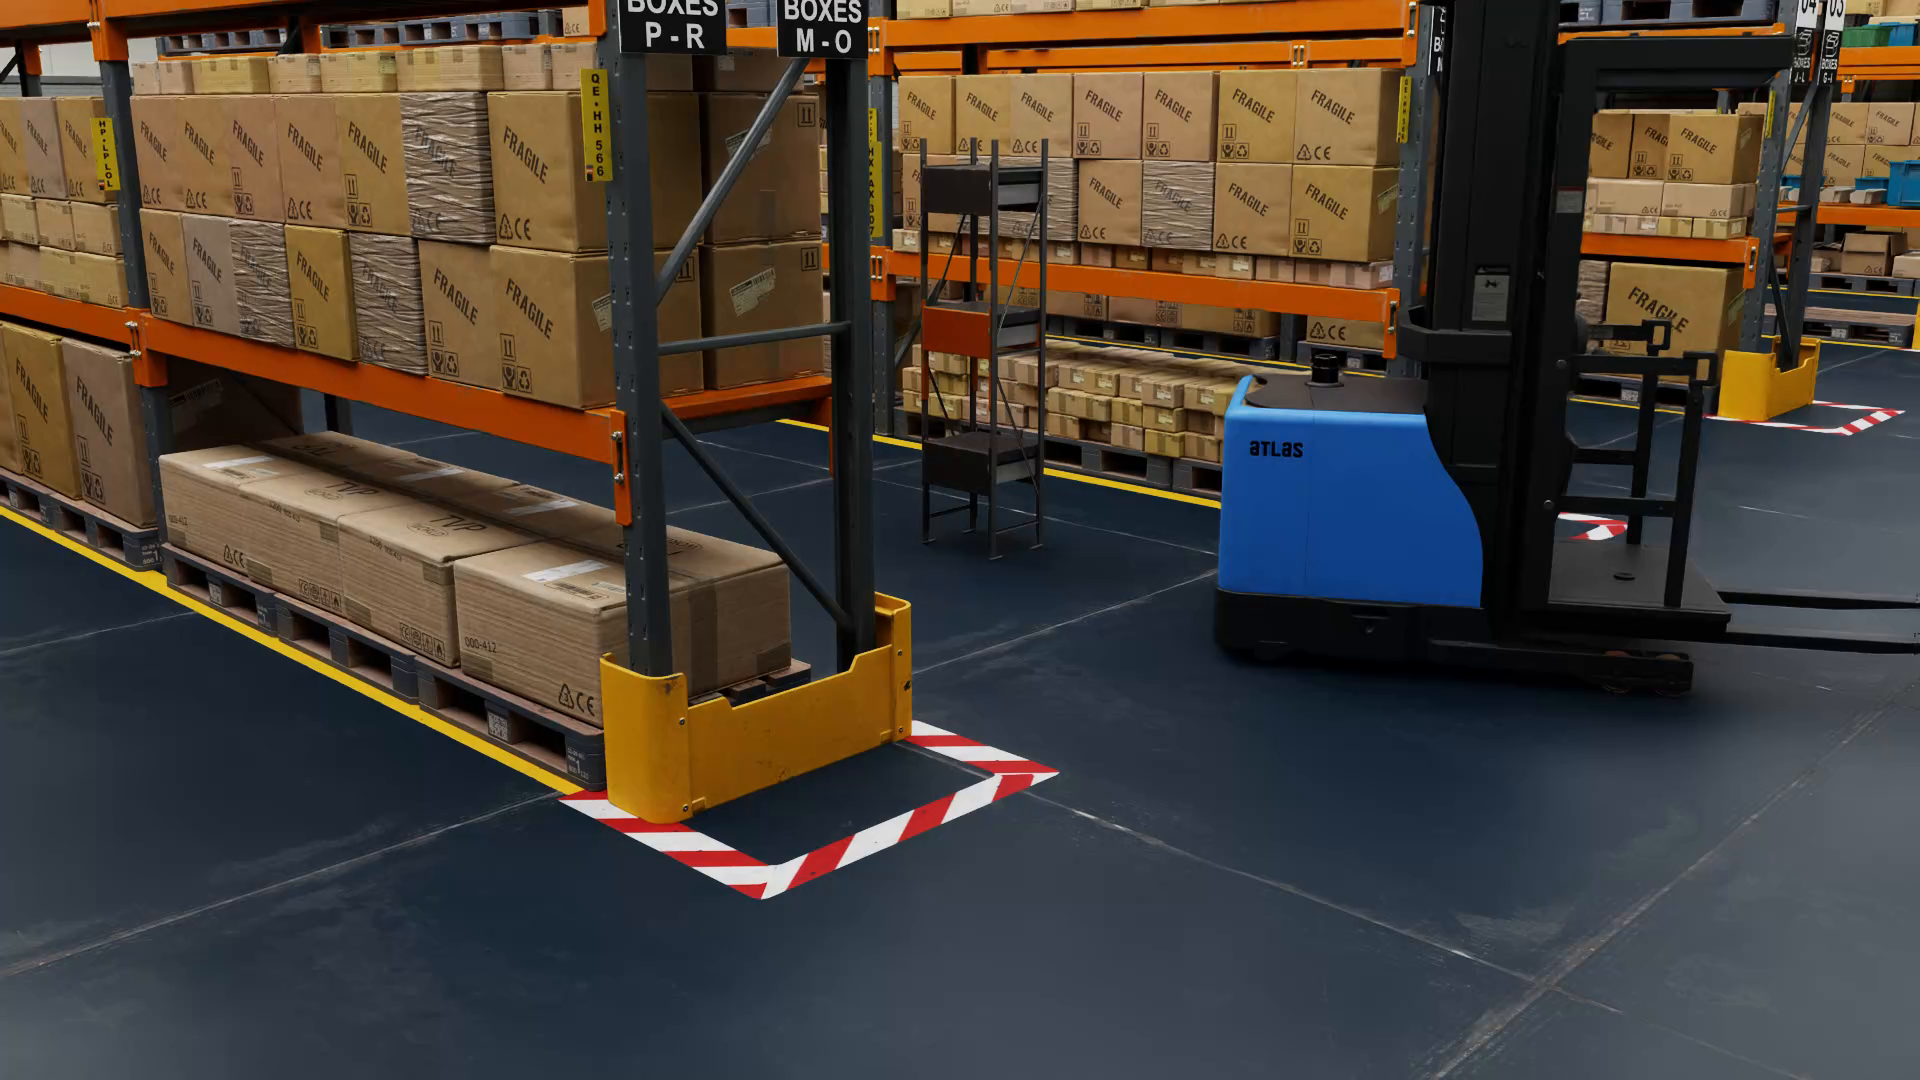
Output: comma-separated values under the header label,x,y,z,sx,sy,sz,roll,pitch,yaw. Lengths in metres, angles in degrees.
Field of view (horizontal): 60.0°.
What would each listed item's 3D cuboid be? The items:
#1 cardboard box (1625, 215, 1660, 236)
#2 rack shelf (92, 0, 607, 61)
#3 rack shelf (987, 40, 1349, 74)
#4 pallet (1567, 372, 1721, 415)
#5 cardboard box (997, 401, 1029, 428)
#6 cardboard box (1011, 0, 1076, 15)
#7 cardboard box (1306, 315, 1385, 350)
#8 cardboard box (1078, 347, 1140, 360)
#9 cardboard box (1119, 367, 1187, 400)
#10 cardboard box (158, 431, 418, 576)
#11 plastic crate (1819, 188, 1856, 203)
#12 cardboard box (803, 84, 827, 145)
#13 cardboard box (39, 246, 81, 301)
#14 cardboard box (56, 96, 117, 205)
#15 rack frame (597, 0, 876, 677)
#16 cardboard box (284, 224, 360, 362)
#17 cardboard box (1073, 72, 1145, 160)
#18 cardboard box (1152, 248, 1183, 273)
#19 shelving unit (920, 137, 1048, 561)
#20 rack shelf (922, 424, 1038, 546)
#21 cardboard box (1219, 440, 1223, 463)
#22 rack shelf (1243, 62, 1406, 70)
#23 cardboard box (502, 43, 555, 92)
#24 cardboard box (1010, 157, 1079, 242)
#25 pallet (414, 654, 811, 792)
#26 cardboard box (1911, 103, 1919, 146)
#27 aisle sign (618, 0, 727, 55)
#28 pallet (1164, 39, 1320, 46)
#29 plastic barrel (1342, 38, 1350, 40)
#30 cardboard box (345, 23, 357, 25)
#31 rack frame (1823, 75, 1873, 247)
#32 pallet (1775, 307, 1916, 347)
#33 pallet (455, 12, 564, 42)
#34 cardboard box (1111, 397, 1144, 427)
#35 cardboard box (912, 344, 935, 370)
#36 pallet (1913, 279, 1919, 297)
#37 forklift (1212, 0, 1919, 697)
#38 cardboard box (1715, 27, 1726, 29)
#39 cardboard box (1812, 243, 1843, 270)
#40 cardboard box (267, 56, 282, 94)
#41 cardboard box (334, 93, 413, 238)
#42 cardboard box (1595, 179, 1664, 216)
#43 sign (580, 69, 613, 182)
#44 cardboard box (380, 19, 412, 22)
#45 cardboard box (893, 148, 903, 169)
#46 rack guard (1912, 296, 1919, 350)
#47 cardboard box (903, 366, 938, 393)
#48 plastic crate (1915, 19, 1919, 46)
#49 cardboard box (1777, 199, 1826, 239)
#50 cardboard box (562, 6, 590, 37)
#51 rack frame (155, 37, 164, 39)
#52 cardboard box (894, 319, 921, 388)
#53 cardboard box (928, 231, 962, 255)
label,x,y,z,sx,sy,sz,roll,pitch,yaw
cardboard box,5.326,-2.431,12.811,0.250,0.149,0.380,14,20,42
rack shelf,-2.138,-2.115,6.578,4.000,0.370,1.077,14,20,42
rack shelf,1.861,-4.614,16.168,4.000,0.370,1.077,14,20,42
pallet,5.550,-1.237,13.260,1.213,0.211,1.003,14,20,42
cardboard box,0.448,-0.863,11.118,0.250,0.149,0.380,13,20,41
cardboard box,0.664,-3.347,10.177,0.500,0.250,0.500,-13,20,-42
cardboard box,3.720,-2.205,14.828,0.875,0.875,0.875,14,20,42
cardboard box,1.009,-1.204,11.246,0.250,0.149,0.380,12,19,40
cardboard box,1.205,-0.973,10.357,0.250,0.149,0.380,13,19,40
cardboard box,-3.200,-0.196,7.983,0.875,0.438,0.875,13,20,41
plastic crate,8.707,-3.424,16.528,0.243,0.136,0.396,14,20,42
cardboard box,-1.984,-4.890,19.726,1.000,1.000,1.000,14,20,43
cardboard box,-4.442,-1.411,8.696,0.500,0.250,0.500,13,20,41
cardboard box,-4.074,-1.926,8.195,0.500,0.500,0.500,-14,20,-42
rack frame,-0.698,-0.662,5.522,0.127,3.000,1.000,14,20,42
cardboard box,-2.338,-1.013,6.673,0.500,0.500,0.500,-14,20,-43
cardboard box,1.034,-2.559,10.033,0.500,0.500,0.500,13,19,40
cardboard box,1.368,-1.703,10.019,0.250,0.149,0.380,13,19,40
shelving unit,0.119,-0.987,8.556,0.503,2.100,0.431,14,20,42
rack shelf,0.119,-0.297,8.736,0.480,0.518,0.431,14,20,42
cardboard box,1.755,-0.544,9.893,0.250,0.149,0.380,14,20,42
rack shelf,5.299,-5.513,19.619,4.000,0.370,1.077,14,20,42
cardboard box,-1.295,-1.574,5.557,0.380,0.149,0.250,-14,20,-43
cardboard box,0.666,-2.158,10.476,0.500,0.500,0.500,13,20,41
pallet,-1.328,0.562,6.356,1.213,0.211,1.003,14,20,42
cardboard box,11.807,-4.996,19.976,0.500,0.500,0.500,-14,20,-43
aisle sign,-0.862,-1.851,4.930,0.004,0.787,0.394,14,20,42
pallet,2.606,-4.671,15.340,1.217,0.209,0.805,13,19,40
plastic barrel,4.733,-6.186,20.218,0.301,0.262,0.301,0,15,0
cardboard box,-6.188,-5.430,17.340,0.250,0.149,0.380,14,20,42
rack frame,13.615,-5.858,25.464,0.127,3.000,1.000,14,20,42
pallet,9.051,-2.161,16.809,1.213,0.211,1.003,14,20,42
pallet,-3.595,-4.441,14.453,1.213,0.211,1.003,-13,20,-42
cardboard box,1.158,-0.813,10.335,0.380,0.149,0.250,-13,20,-41
cardboard box,-0.111,-1.291,11.581,0.380,0.149,0.250,-14,20,-42
pallet,12.430,-3.061,20.262,1.213,0.211,1.003,14,20,42
forklift,2.640,-0.947,6.752,3.031,2.935,1.130,3,15,13
cardboard box,9.868,-6.811,21.944,0.600,0.600,0.600,11,18,37
cardboard box,11.326,-3.690,21.605,0.500,0.311,0.500,14,20,42
cardboard box,-2.576,-1.891,6.773,0.250,0.149,0.380,14,20,42
cardboard box,-1.961,-1.408,6.206,0.500,0.500,0.500,14,20,42
cardboard box,5.282,-2.657,12.889,0.500,0.250,0.500,13,20,41
sign,-1.085,-1.240,4.978,0.005,0.325,0.100,14,20,42
cardboard box,-5.354,-5.214,16.311,0.500,0.250,0.500,14,20,43
cardboard box,-0.384,-2.847,12.397,0.380,0.149,0.250,-14,20,-43
rack guard,9.644,-2.148,16.184,0.348,0.500,1.175,14,20,42
cardboard box,-0.176,-1.124,11.528,0.380,0.149,0.250,-13,20,-42
plastic crate,9.534,-4.866,15.967,0.590,0.269,0.497,14,20,42
cardboard box,13.057,-5.111,26.028,0.750,0.750,0.750,14,20,43
cardboard box,-2.868,-4.330,13.452,0.500,0.500,0.500,14,20,42
rack frame,-8.853,-7.281,19.029,0.127,3.000,1.000,14,20,42
cardboard box,-0.563,-1.449,12.668,0.500,0.500,0.500,-14,20,-42
cardboard box,0.000,-2.016,11.217,0.380,0.149,0.250,-14,20,-43
